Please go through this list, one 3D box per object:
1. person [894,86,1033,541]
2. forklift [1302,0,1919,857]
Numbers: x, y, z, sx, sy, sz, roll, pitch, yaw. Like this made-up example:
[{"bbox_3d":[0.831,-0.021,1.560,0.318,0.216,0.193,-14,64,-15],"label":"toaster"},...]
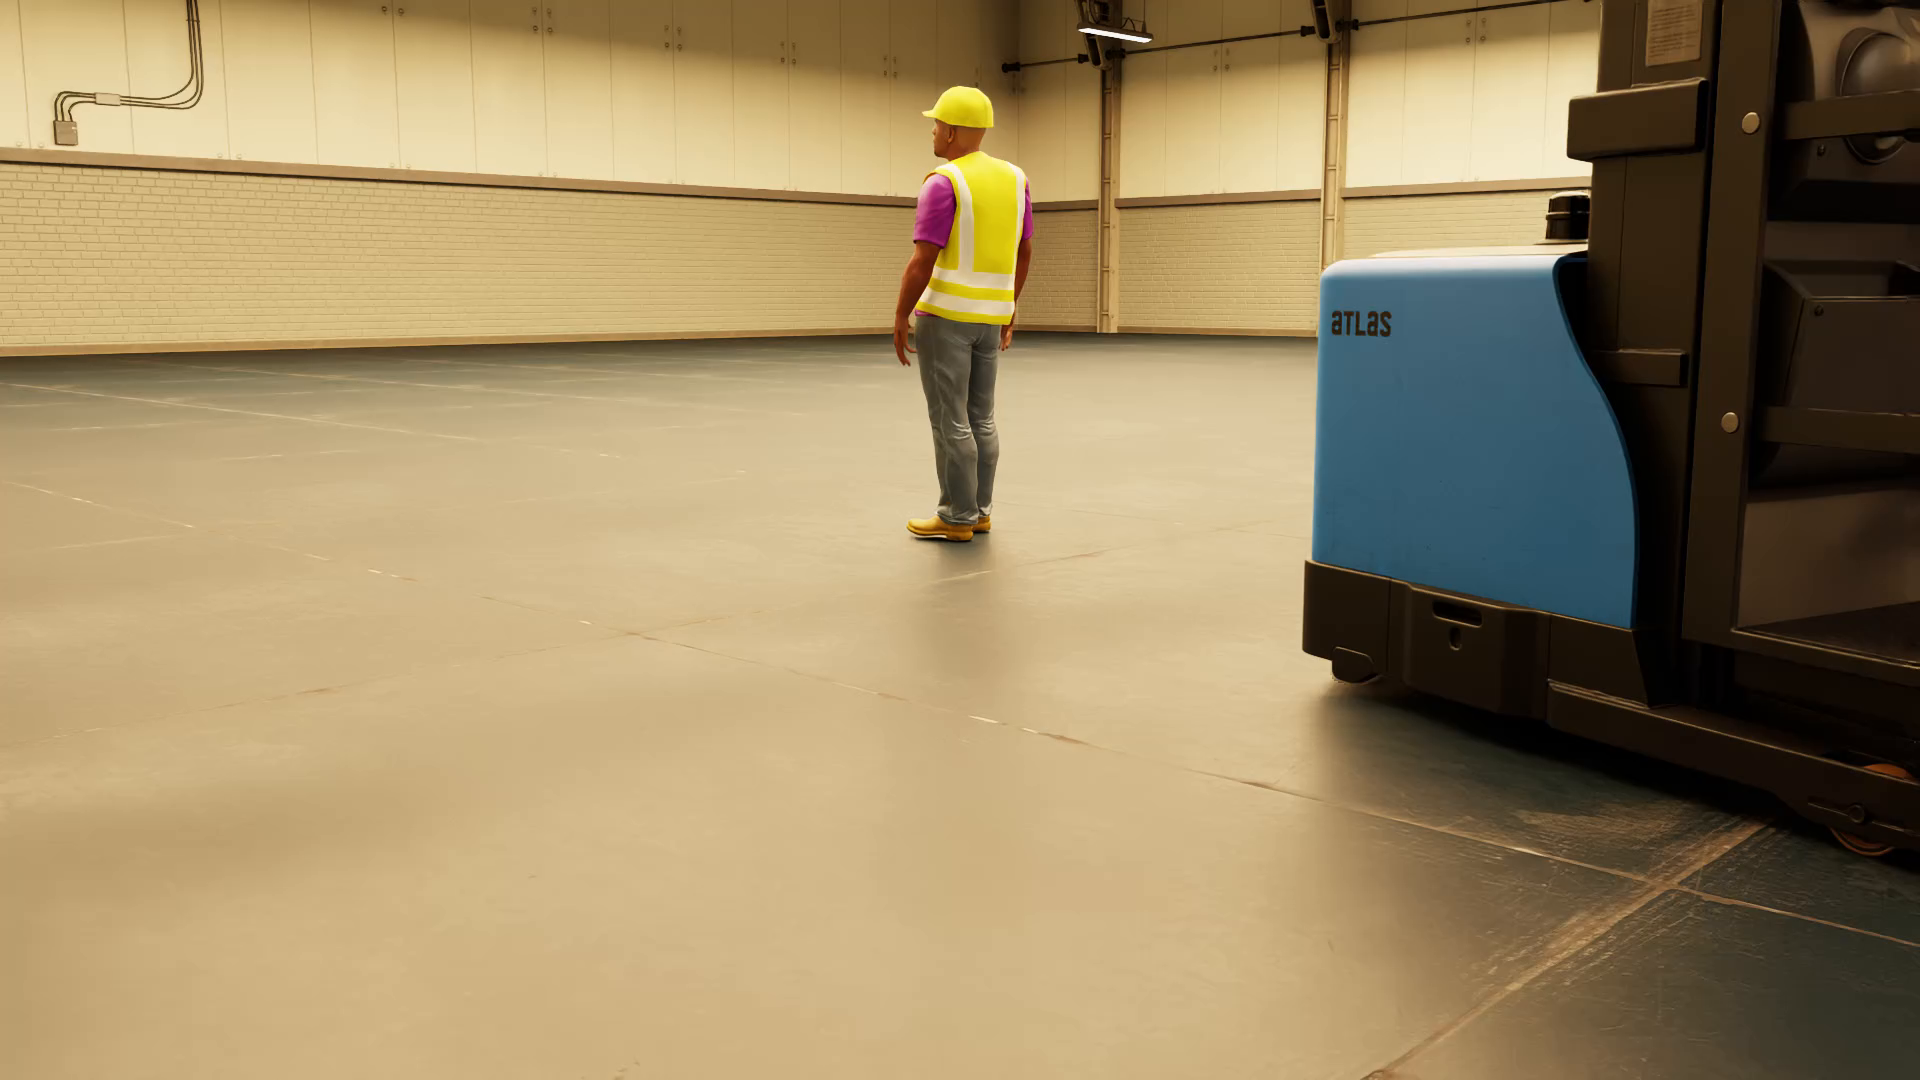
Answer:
[{"bbox_3d":[-0.047,-0.888,6.637,0.575,1.768,0.665,8,12,43],"label":"person"},{"bbox_3d":[2.040,-0.936,3.087,1.130,2.935,3.031,-5,10,-28],"label":"forklift"}]
